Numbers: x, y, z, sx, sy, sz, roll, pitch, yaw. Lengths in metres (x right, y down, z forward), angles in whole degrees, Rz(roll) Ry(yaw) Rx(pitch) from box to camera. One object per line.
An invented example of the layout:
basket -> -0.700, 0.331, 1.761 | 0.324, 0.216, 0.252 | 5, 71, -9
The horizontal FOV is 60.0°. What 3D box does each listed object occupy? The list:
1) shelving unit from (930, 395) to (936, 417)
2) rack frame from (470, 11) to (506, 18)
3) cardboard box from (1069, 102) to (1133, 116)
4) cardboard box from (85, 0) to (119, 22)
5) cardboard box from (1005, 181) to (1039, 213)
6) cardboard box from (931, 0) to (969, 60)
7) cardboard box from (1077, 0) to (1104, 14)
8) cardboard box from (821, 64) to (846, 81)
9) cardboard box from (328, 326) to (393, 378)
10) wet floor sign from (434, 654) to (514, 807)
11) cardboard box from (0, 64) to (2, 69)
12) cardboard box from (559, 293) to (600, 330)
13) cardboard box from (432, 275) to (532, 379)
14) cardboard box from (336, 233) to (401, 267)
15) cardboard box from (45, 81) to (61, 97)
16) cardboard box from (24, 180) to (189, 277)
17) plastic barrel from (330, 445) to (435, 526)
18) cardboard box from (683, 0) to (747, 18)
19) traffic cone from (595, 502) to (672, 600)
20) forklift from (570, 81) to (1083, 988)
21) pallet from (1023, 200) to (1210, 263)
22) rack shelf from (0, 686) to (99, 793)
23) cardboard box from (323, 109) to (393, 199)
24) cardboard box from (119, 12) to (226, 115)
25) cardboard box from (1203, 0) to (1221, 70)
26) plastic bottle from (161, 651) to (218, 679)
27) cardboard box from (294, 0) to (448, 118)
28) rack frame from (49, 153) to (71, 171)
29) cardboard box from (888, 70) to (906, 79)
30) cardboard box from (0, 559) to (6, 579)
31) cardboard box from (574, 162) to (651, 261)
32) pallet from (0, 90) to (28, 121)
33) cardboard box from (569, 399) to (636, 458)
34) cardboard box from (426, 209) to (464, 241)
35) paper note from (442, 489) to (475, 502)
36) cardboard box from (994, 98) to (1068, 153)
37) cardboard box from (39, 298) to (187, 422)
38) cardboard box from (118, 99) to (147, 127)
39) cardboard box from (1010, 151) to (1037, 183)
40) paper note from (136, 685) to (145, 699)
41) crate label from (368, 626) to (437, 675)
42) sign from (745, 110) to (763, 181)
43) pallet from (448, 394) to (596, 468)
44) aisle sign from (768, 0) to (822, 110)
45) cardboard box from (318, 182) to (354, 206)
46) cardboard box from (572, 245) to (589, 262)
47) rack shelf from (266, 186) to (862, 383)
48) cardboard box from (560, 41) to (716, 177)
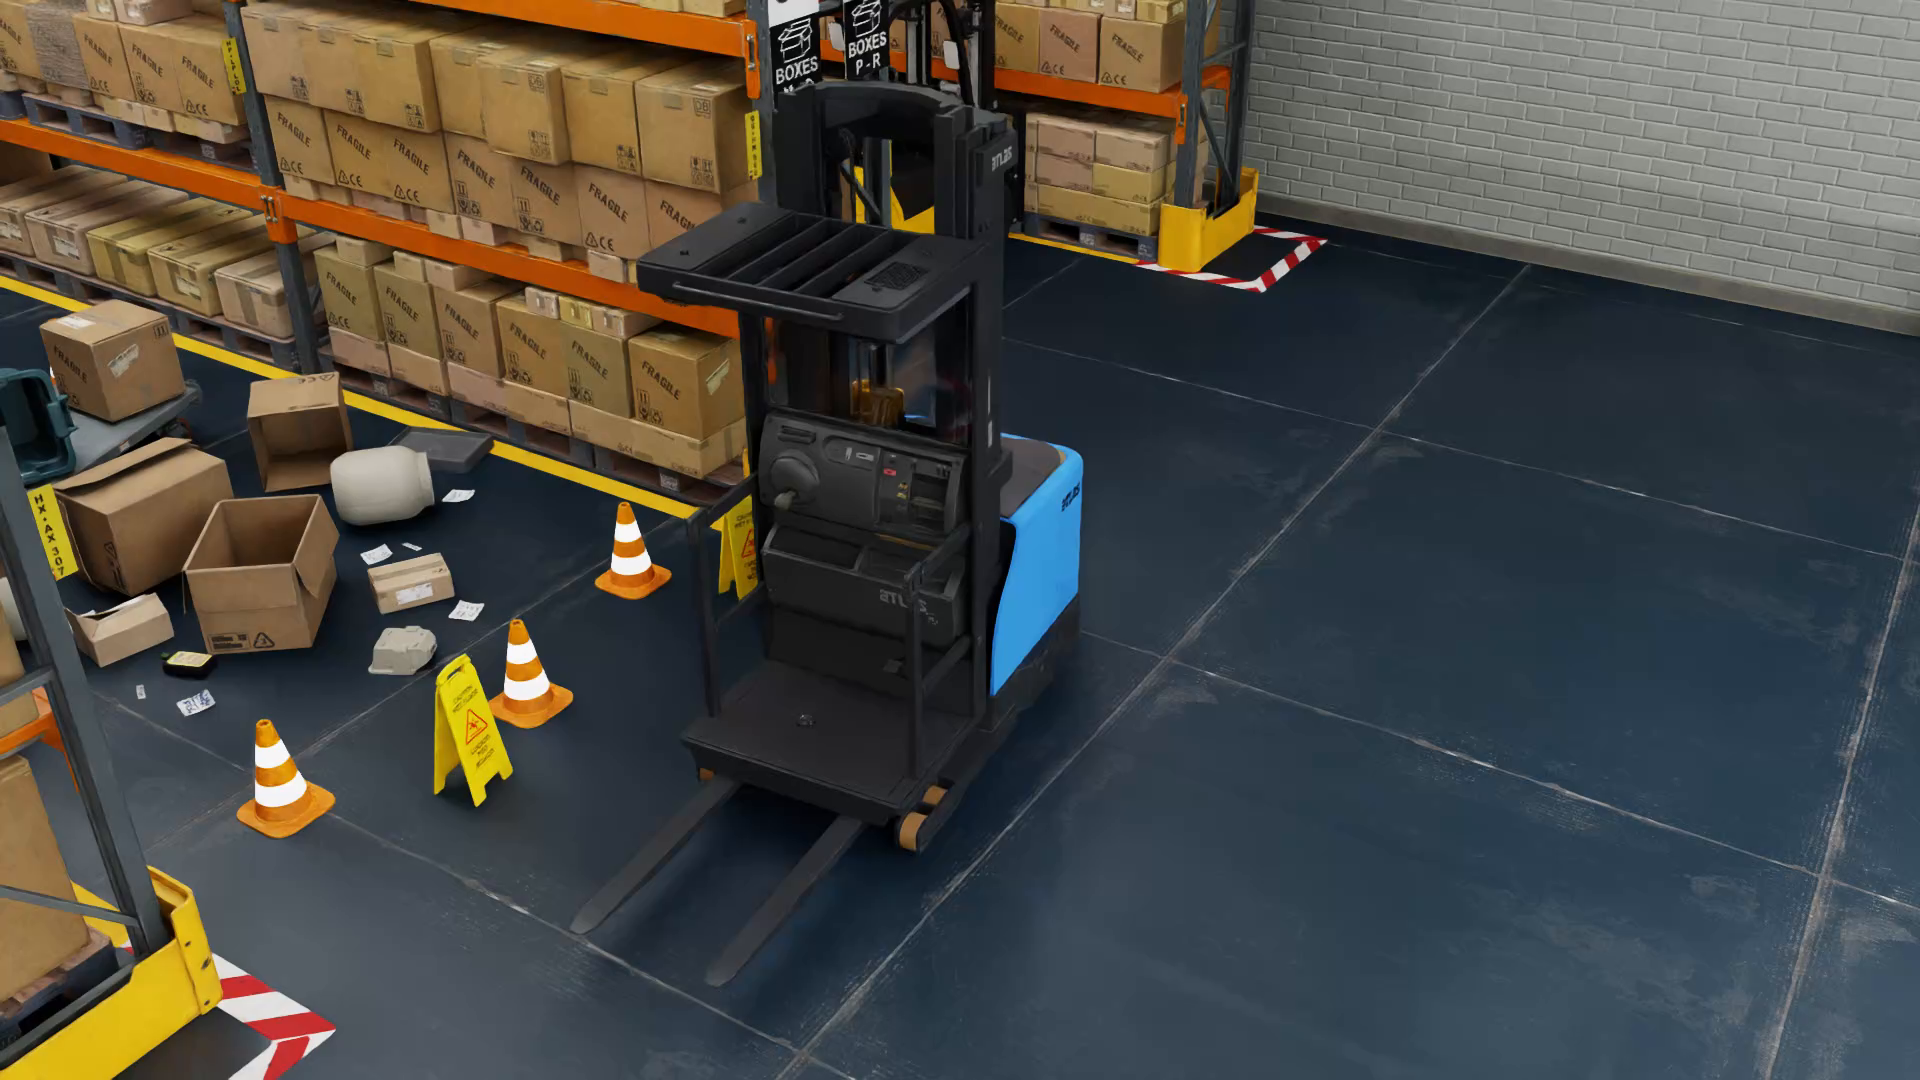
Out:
shelving unit -> -0.007, -0.391, 9.027 | 0.210, 0.900, 0.258 | 18, 35, 27
rack frame -> -4.833, -5.779, 16.180 | 0.127, 3.000, 1.000 | 18, 35, 27
cardboard box -> 1.211, -3.404, 13.427 | 0.500, 0.250, 0.500 | 18, 35, 27
cardboard box -> -5.427, -3.491, 10.803 | 0.250, 0.149, 0.380 | 16, 34, 25
cardboard box -> 0.542, -2.896, 13.549 | 0.500, 0.250, 0.500 | 18, 35, 28
cardboard box -> 0.086, -4.109, 13.218 | 0.500, 0.500, 0.500 | 18, 35, 28
cardboard box -> 1.081, -4.084, 12.531 | 0.250, 0.149, 0.380 | 18, 35, 28
cardboard box -> -1.202, -3.870, 14.226 | 0.500, 0.250, 0.500 | 17, 34, 27
cardboard box -> -3.725, -1.309, 10.828 | 0.500, 0.250, 0.500 | 16, 34, 25
wet floor sign -> -2.162, 0.803, 7.234 | 0.232, 0.644, 0.267 | 12, 32, 19
cardboard box -> -6.765, -3.657, 11.731 | 0.500, 0.500, 0.500 | 20, 35, 30
cardboard box -> -2.068, -1.356, 9.522 | 0.250, 0.149, 0.380 | 18, 35, 28
cardboard box -> -2.827, -1.355, 10.163 | 0.500, 0.500, 0.500 | 20, 36, 30
cardboard box -> -3.651, -1.854, 10.375 | 0.250, 0.149, 0.380 | 18, 35, 28
cardboard box -> -6.136, -3.210, 11.609 | 0.250, 0.149, 0.380 | 19, 35, 29
cardboard box -> -6.366, -2.356, 12.503 | 0.625, 0.372, 0.950 | 17, 34, 26
plastic barrel -> -3.247, -0.311, 9.363 | 0.512, 0.421, 0.421 | -9, 32, -15
cardboard box -> -1.144, -2.680, 8.140 | 0.250, 0.149, 0.380 | 18, 35, 28
traffic cone -> -1.743, 0.014, 8.766 | 0.334, 0.463, 0.336 | 18, 35, 27
forklift -> -0.508, -0.208, 6.698 | 1.130, 2.935, 3.031 | 14, 33, 22
pallet -> 1.273, -2.619, 13.529 | 1.213, 0.211, 1.003 | 18, 35, 27
rack shelf -> -4.933, 0.398, 6.305 | 4.000, 0.370, 1.077 | 18, 35, 27
cardboard box -> -3.419, -2.399, 9.990 | 0.500, 0.500, 0.500 | 17, 34, 27
cardboard box -> -5.015, -3.099, 10.775 | 0.500, 0.500, 0.500 | 18, 35, 28
cardboard box -> 1.671, -3.931, 12.912 | 0.500, 0.500, 0.500 | 19, 35, 29
plastic bottle -> -3.803, 0.606, 8.150 | 0.283, 0.061, 0.133 | 6, 31, 10
cardboard box -> -3.402, -2.835, 9.747 | 0.500, 0.500, 0.700 | 18, 35, 28
rack frame -> -7.469, -3.660, 12.547 | 0.127, 3.000, 1.000 | 18, 35, 27
cardboard box -> -0.488, -3.955, 14.372 | 0.500, 0.250, 0.500 | 17, 34, 27
cardboard box -> -3.532, -0.024, 5.094 | 0.550, 0.550, 0.875 | 18, 35, 27
cardboard box -> -1.721, -1.852, 9.054 | 0.500, 0.500, 0.500 | 18, 35, 27
pallet -> -6.808, -3.432, 12.346 | 1.003, 0.211, 1.213 | 18, 35, 27
cardboard box -> -1.955, -0.754, 9.878 | 0.500, 0.250, 0.500 | 18, 35, 28
cardboard box -> -2.906, -1.912, 9.800 | 0.250, 0.149, 0.380 | 18, 35, 28
paper note -> -2.914, -0.262, 9.668 | 0.148, 0.019, 0.142 | 6, 31, 10
cardboard box -> 0.519, -3.317, 13.279 | 0.500, 0.250, 0.500 | 18, 35, 28
cardboard box -> -5.002, -1.068, 9.833 | 0.500, 0.500, 0.500 | 18, 35, 27
cardboard box -> -5.332, -2.880, 11.042 | 0.250, 0.149, 0.380 | 18, 35, 28
cardboard box -> 0.497, -3.111, 13.422 | 0.500, 0.250, 0.500 | 17, 34, 26
paper note -> -3.937, 0.730, 7.989 | 0.032, 0.001, 0.123 | -15, 33, -24
crate label -> -2.744, 0.536, 8.196 | 0.298, 0.136, 0.250 | 1, 30, 2
sign -> -1.005, -1.922, 8.105 | 0.005, 0.325, 0.100 | 18, 35, 27
pallet -> -2.456, -0.893, 10.570 | 1.213, 0.211, 1.003 | 18, 35, 27
aisle sign -> -0.795, -2.499, 7.977 | 0.004, 0.787, 0.394 | 18, 35, 27
cardboard box -> -3.743, -2.213, 10.316 | 0.250, 0.149, 0.380 | 19, 35, 29
cardboard box -> -1.979, -1.700, 9.437 | 0.250, 0.149, 0.380 | 18, 35, 28
rack shelf -> -2.387, -1.742, 9.973 | 4.000, 0.370, 1.077 | 18, 35, 27
cardboard box -> -1.666, -2.303, 8.834 | 0.500, 0.500, 0.700 | 18, 35, 28
